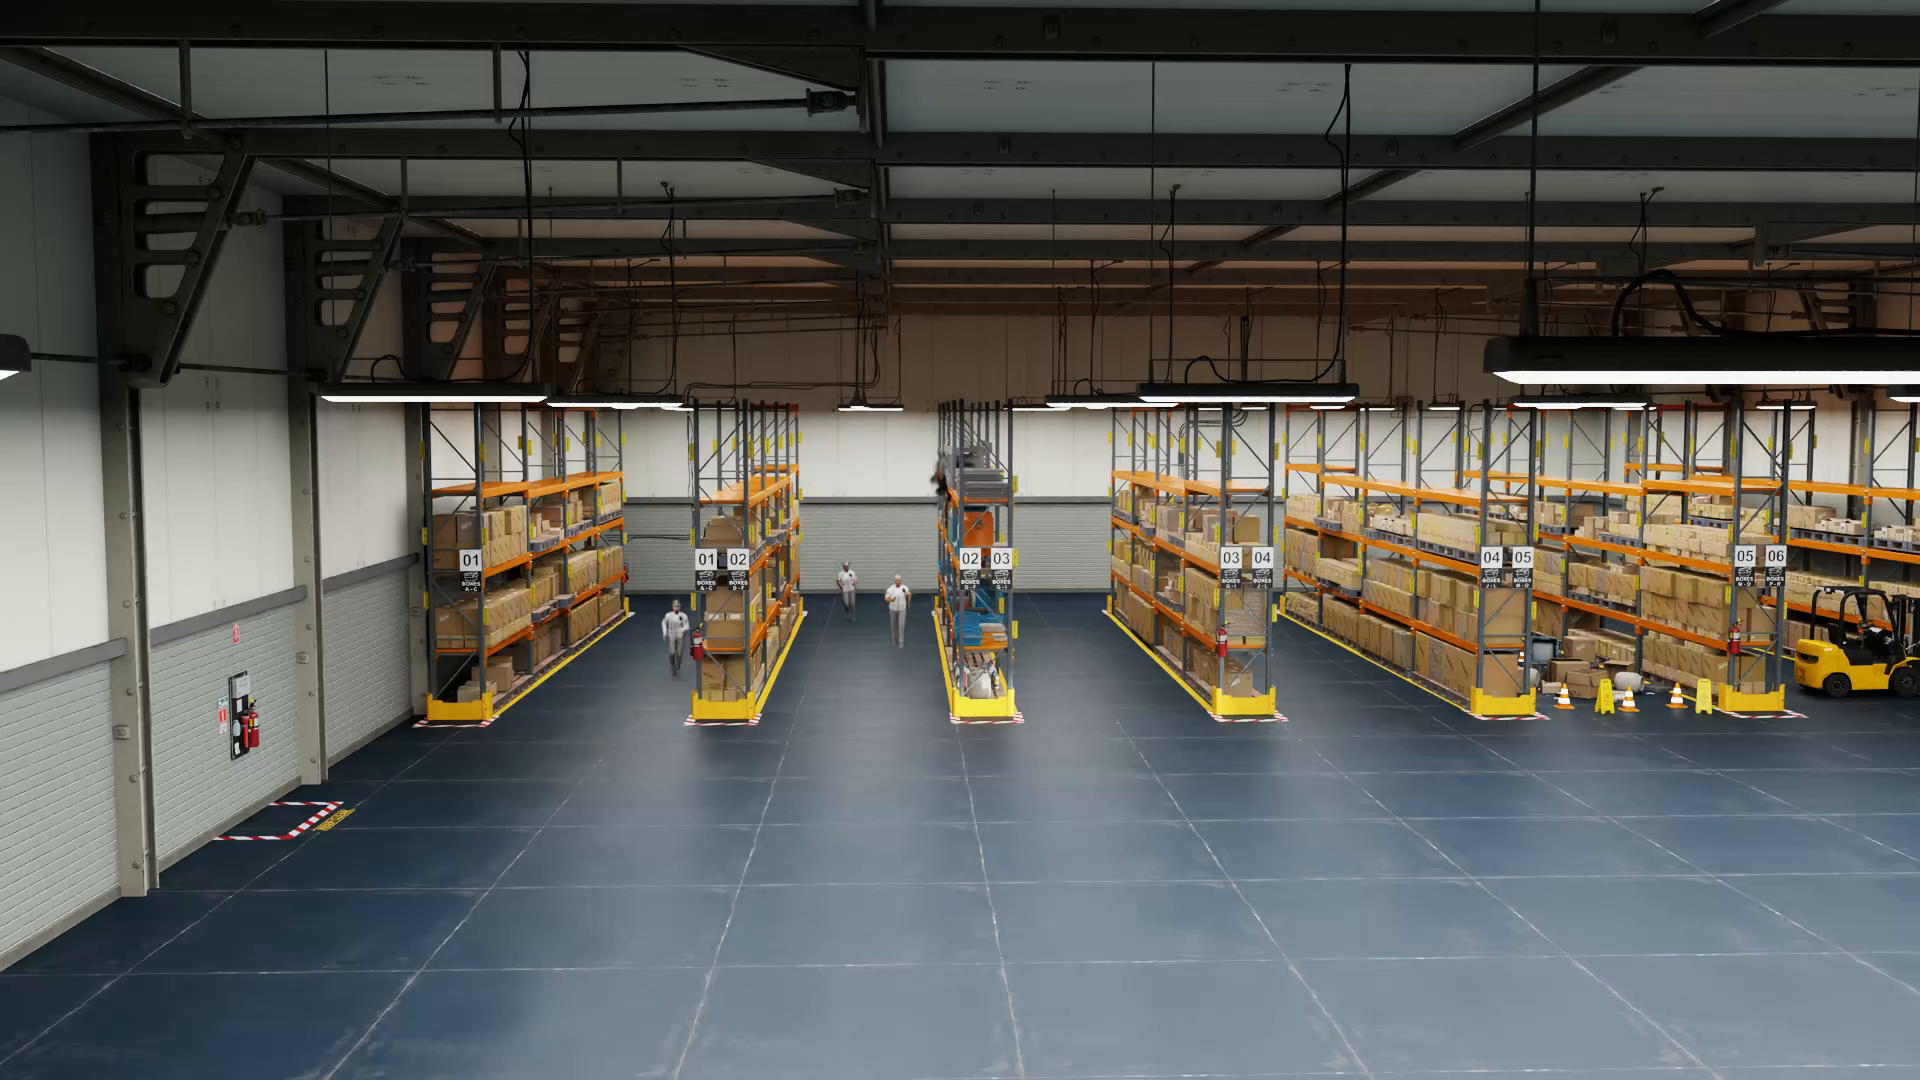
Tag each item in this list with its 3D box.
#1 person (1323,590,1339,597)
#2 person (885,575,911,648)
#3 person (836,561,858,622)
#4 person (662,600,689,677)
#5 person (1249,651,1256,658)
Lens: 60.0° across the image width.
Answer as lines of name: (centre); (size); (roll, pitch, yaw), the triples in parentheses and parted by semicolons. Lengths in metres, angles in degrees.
person: (10.929, 1.193, 48.947); (0.550, 1.663, 0.658); (0, 4, 1)
person: (-1.439, 1.668, 38.686); (0.607, 1.709, 0.880); (0, 4, -1)
person: (-3.105, 1.421, 45.803); (0.588, 1.687, 0.642); (-1, 4, -9)
person: (-6.184, 2.135, 36.193); (0.579, 1.679, 0.746); (-1, 4, -11)
person: (6.895, 1.879, 39.311); (0.688, 1.769, 0.826); (-1, 4, -8)
